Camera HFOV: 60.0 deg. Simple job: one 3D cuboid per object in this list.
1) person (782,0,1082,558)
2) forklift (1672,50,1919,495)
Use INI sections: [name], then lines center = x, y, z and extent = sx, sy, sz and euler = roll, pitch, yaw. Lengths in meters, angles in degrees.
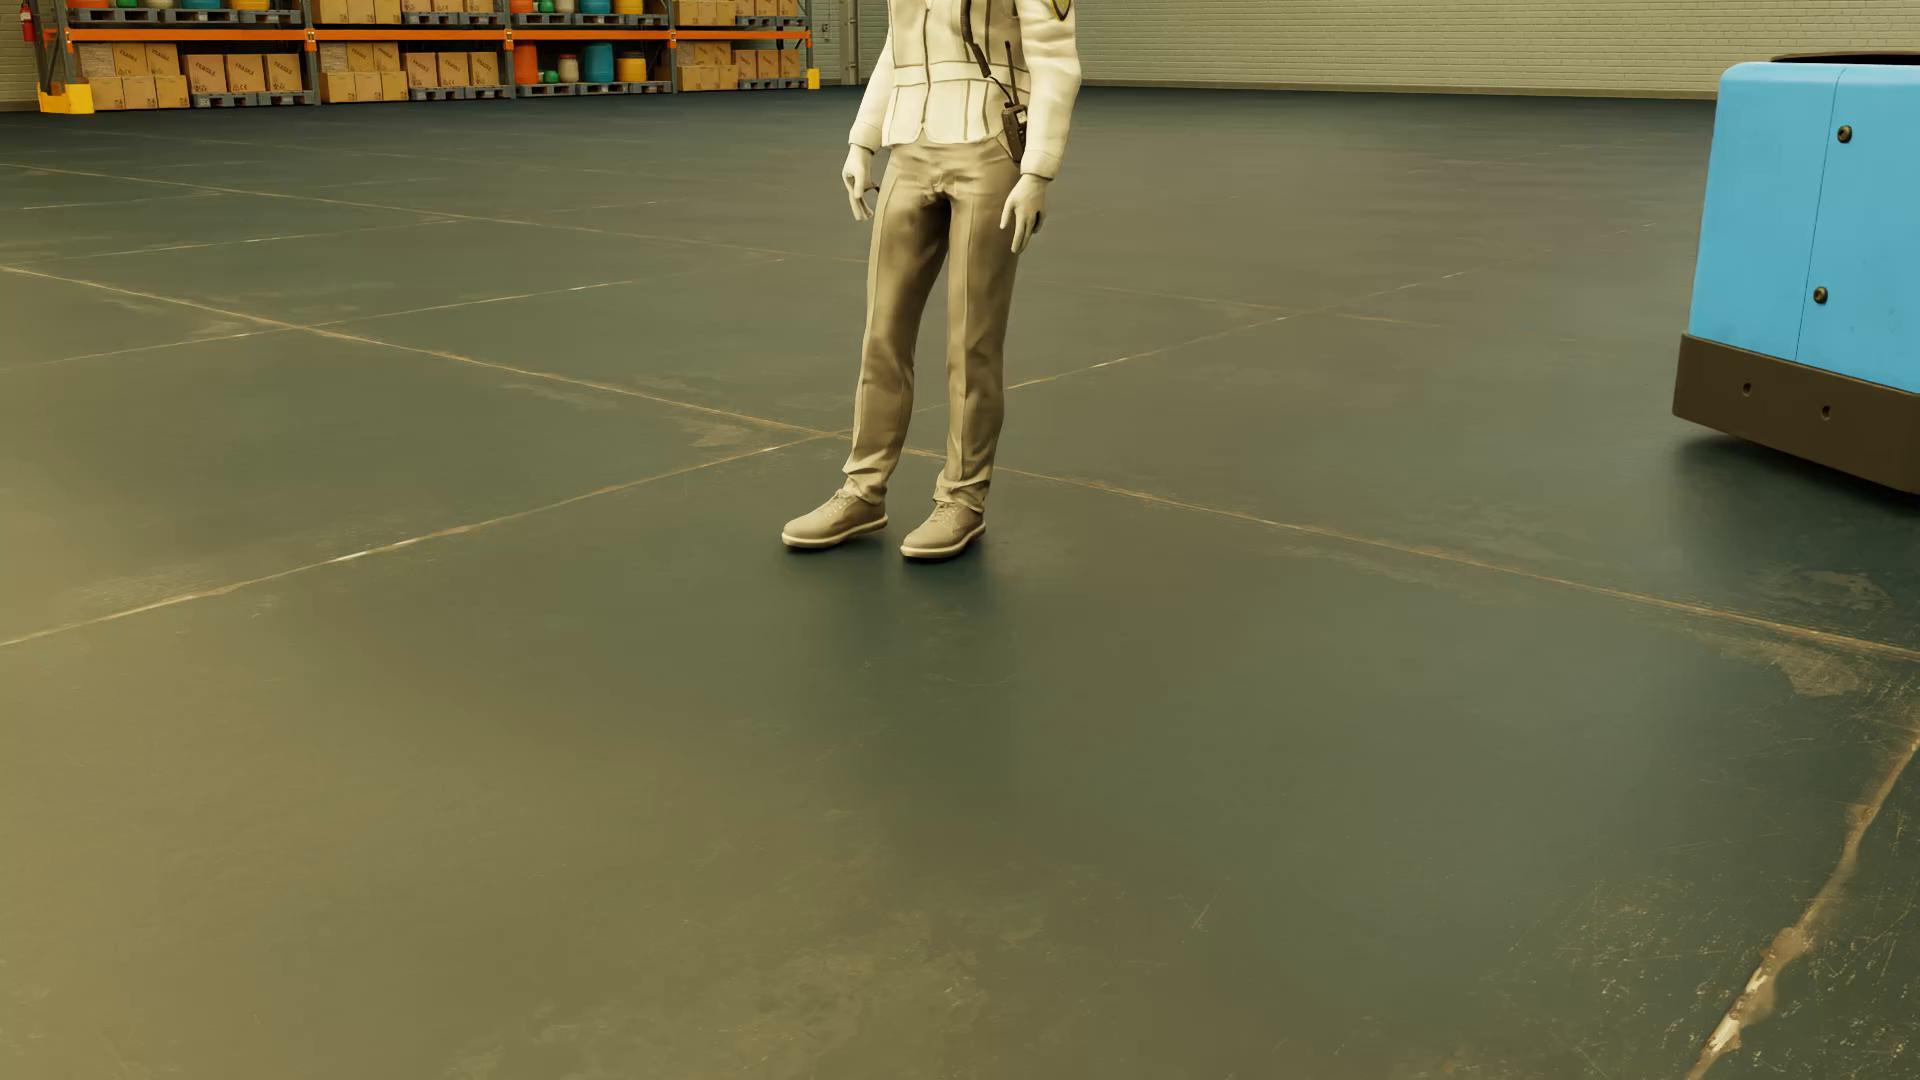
[person]
center = -0.048, -0.803, 3.647
extent = 0.588, 1.695, 0.531
euler = 13, 21, 37
[forklift]
center = 3.680, -1.680, 4.429
extent = 3.031, 2.935, 1.130
euler = -4, 17, -13
